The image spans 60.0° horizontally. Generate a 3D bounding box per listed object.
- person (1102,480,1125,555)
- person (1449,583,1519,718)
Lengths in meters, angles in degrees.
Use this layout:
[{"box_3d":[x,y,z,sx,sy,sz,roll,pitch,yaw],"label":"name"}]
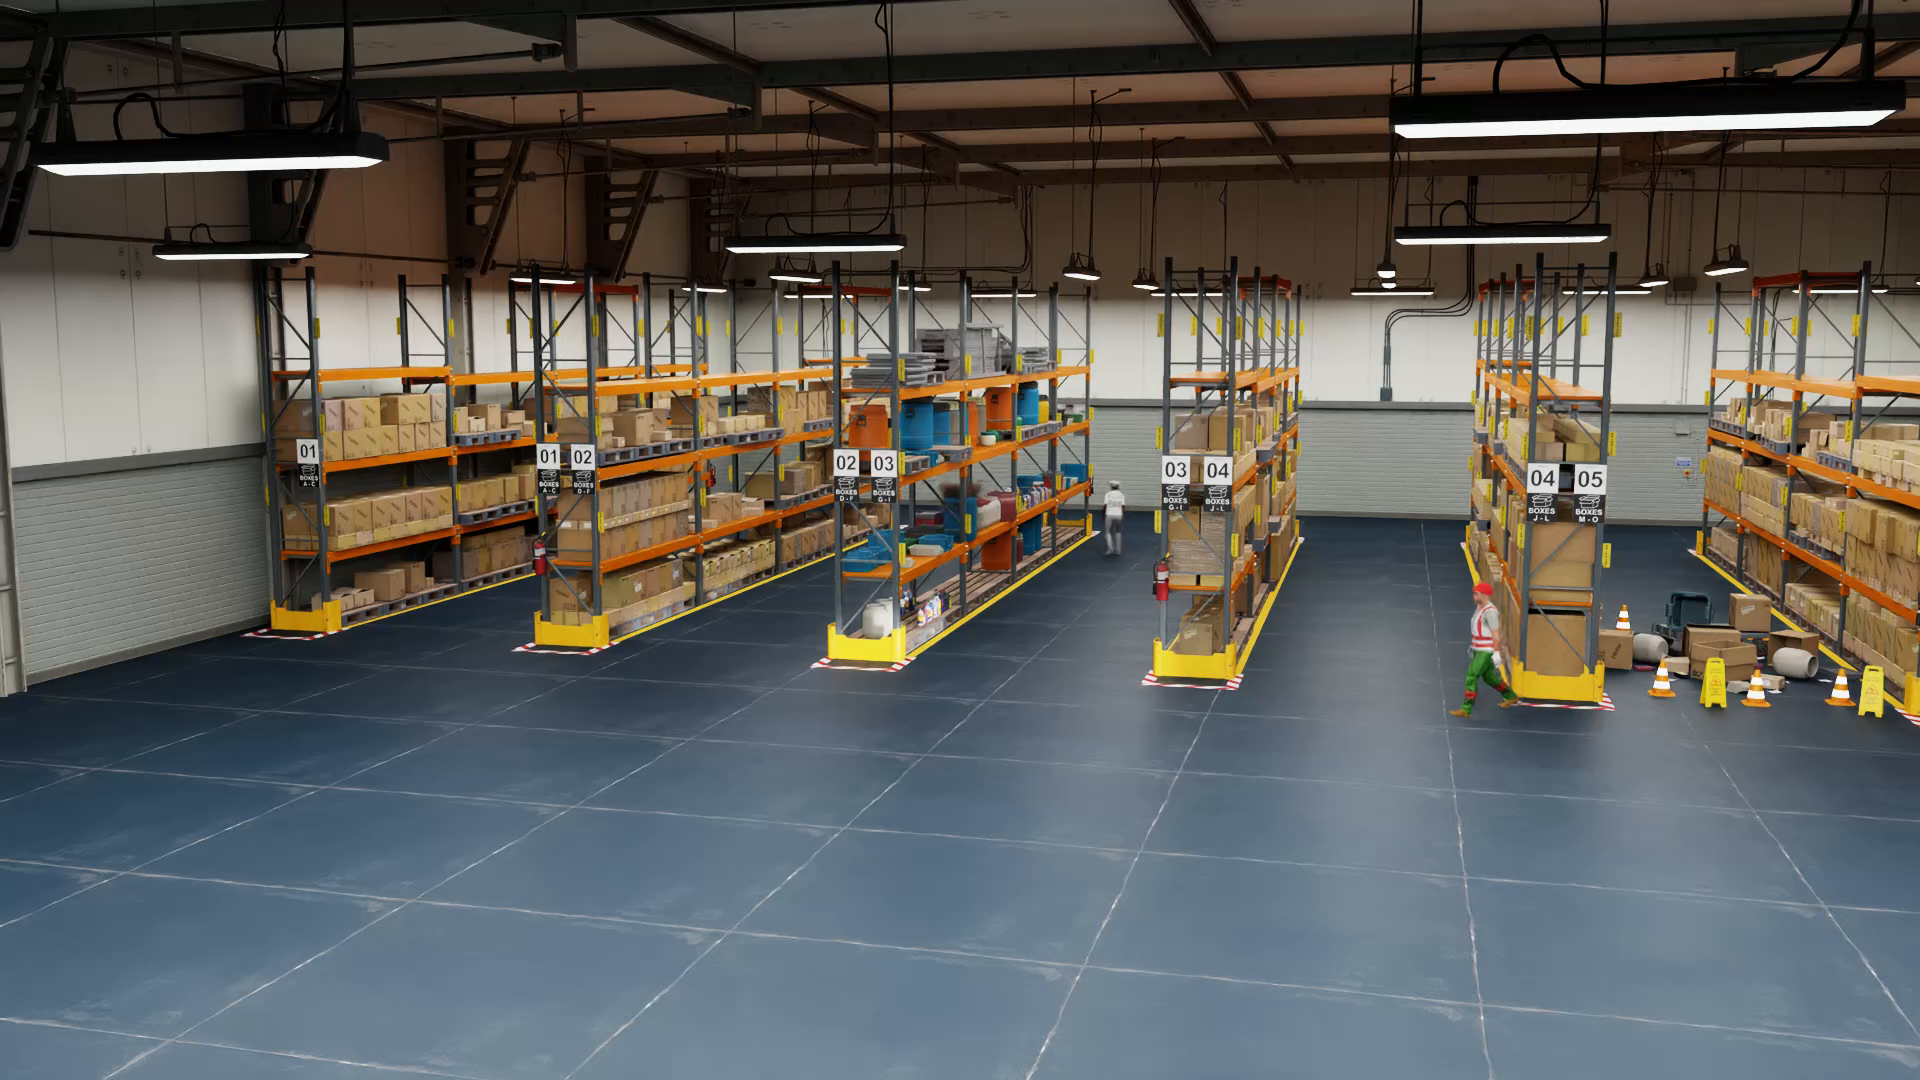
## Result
[{"box_3d":[3.426,-0.486,36.875,0.502,1.648,0.628,-1,7,-5],"label":"person"},{"box_3d":[6.803,1.417,21.465,1.051,1.749,0.550,-1,7,-10],"label":"person"}]
